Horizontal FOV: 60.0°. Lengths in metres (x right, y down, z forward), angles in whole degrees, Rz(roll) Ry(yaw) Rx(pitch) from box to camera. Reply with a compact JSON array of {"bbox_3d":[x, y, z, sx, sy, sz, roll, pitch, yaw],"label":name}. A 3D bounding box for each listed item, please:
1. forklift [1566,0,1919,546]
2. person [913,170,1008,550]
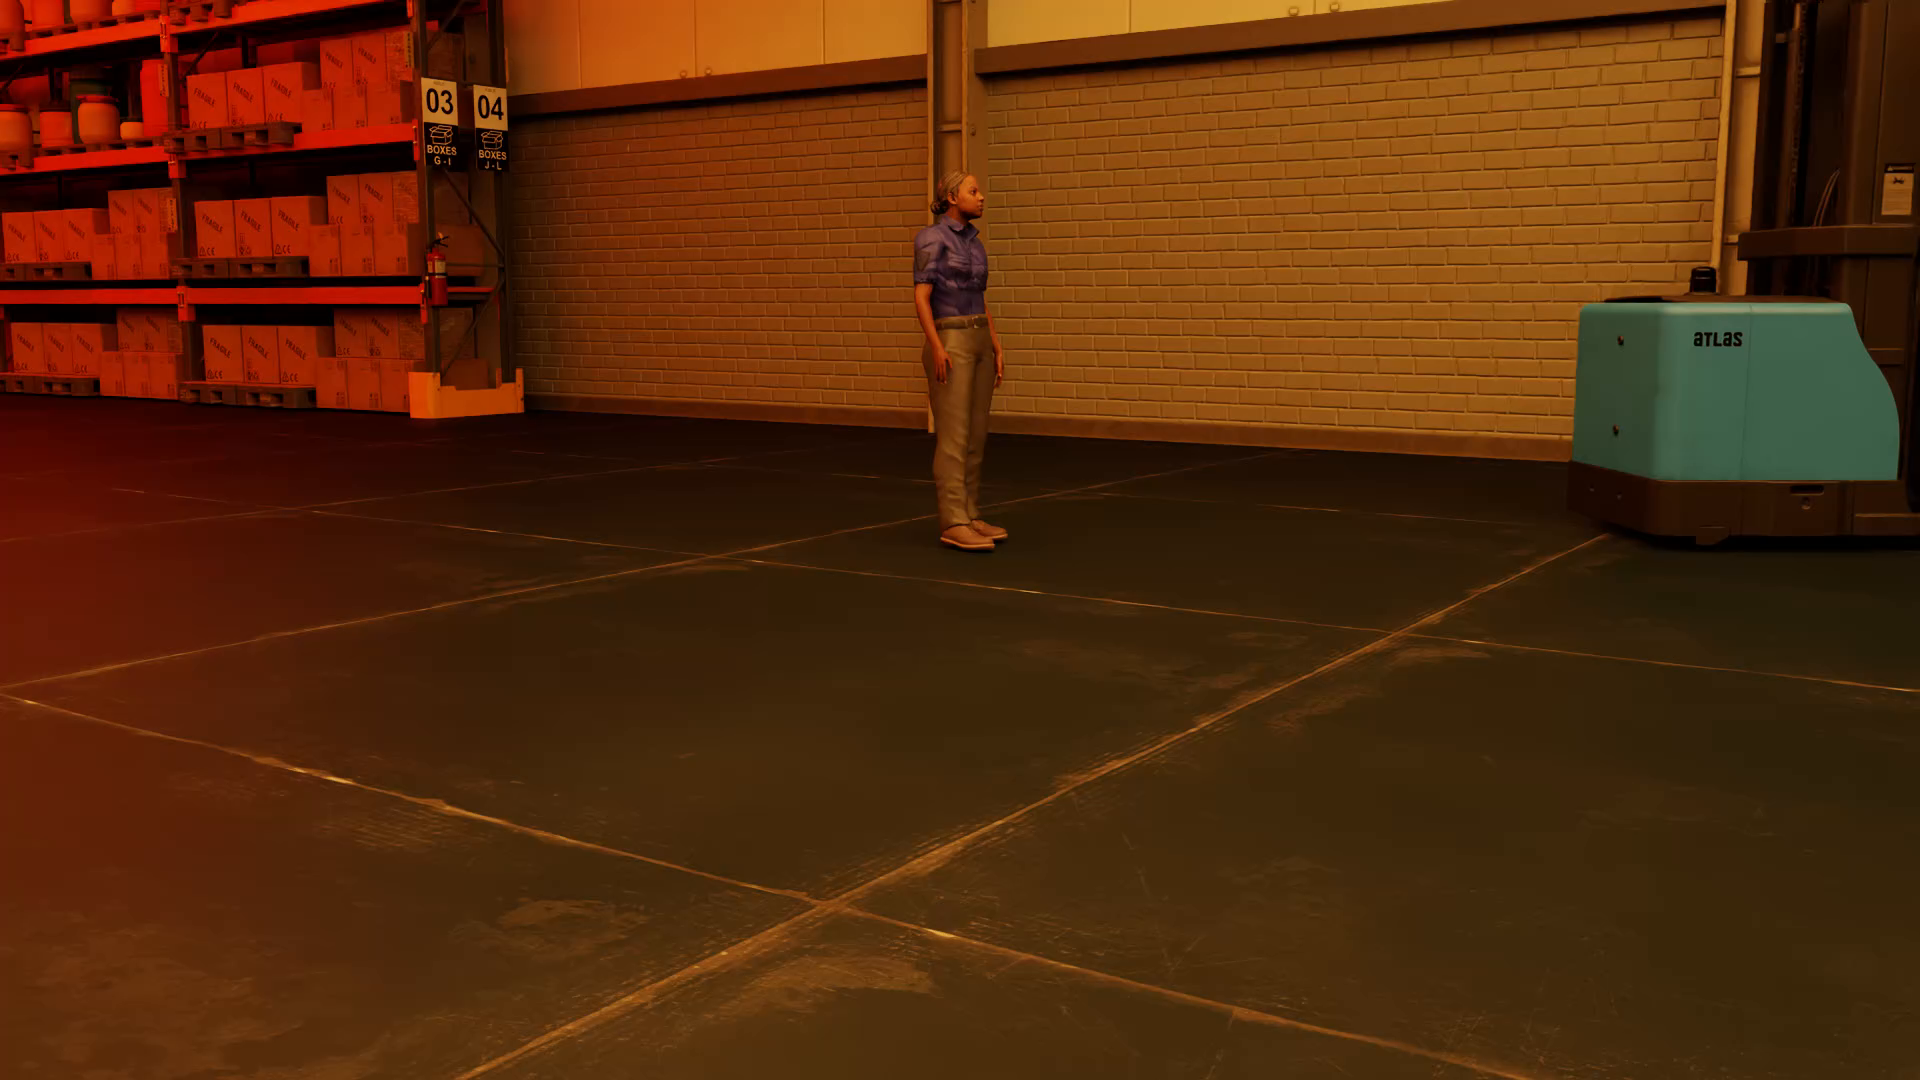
[{"bbox_3d":[4.504,-1.478,7.585,3.031,2.935,1.130,0,8,-2],"label":"forklift"},{"bbox_3d":[0.061,-0.817,7.421,0.504,1.654,0.569,5,10,34],"label":"person"}]
